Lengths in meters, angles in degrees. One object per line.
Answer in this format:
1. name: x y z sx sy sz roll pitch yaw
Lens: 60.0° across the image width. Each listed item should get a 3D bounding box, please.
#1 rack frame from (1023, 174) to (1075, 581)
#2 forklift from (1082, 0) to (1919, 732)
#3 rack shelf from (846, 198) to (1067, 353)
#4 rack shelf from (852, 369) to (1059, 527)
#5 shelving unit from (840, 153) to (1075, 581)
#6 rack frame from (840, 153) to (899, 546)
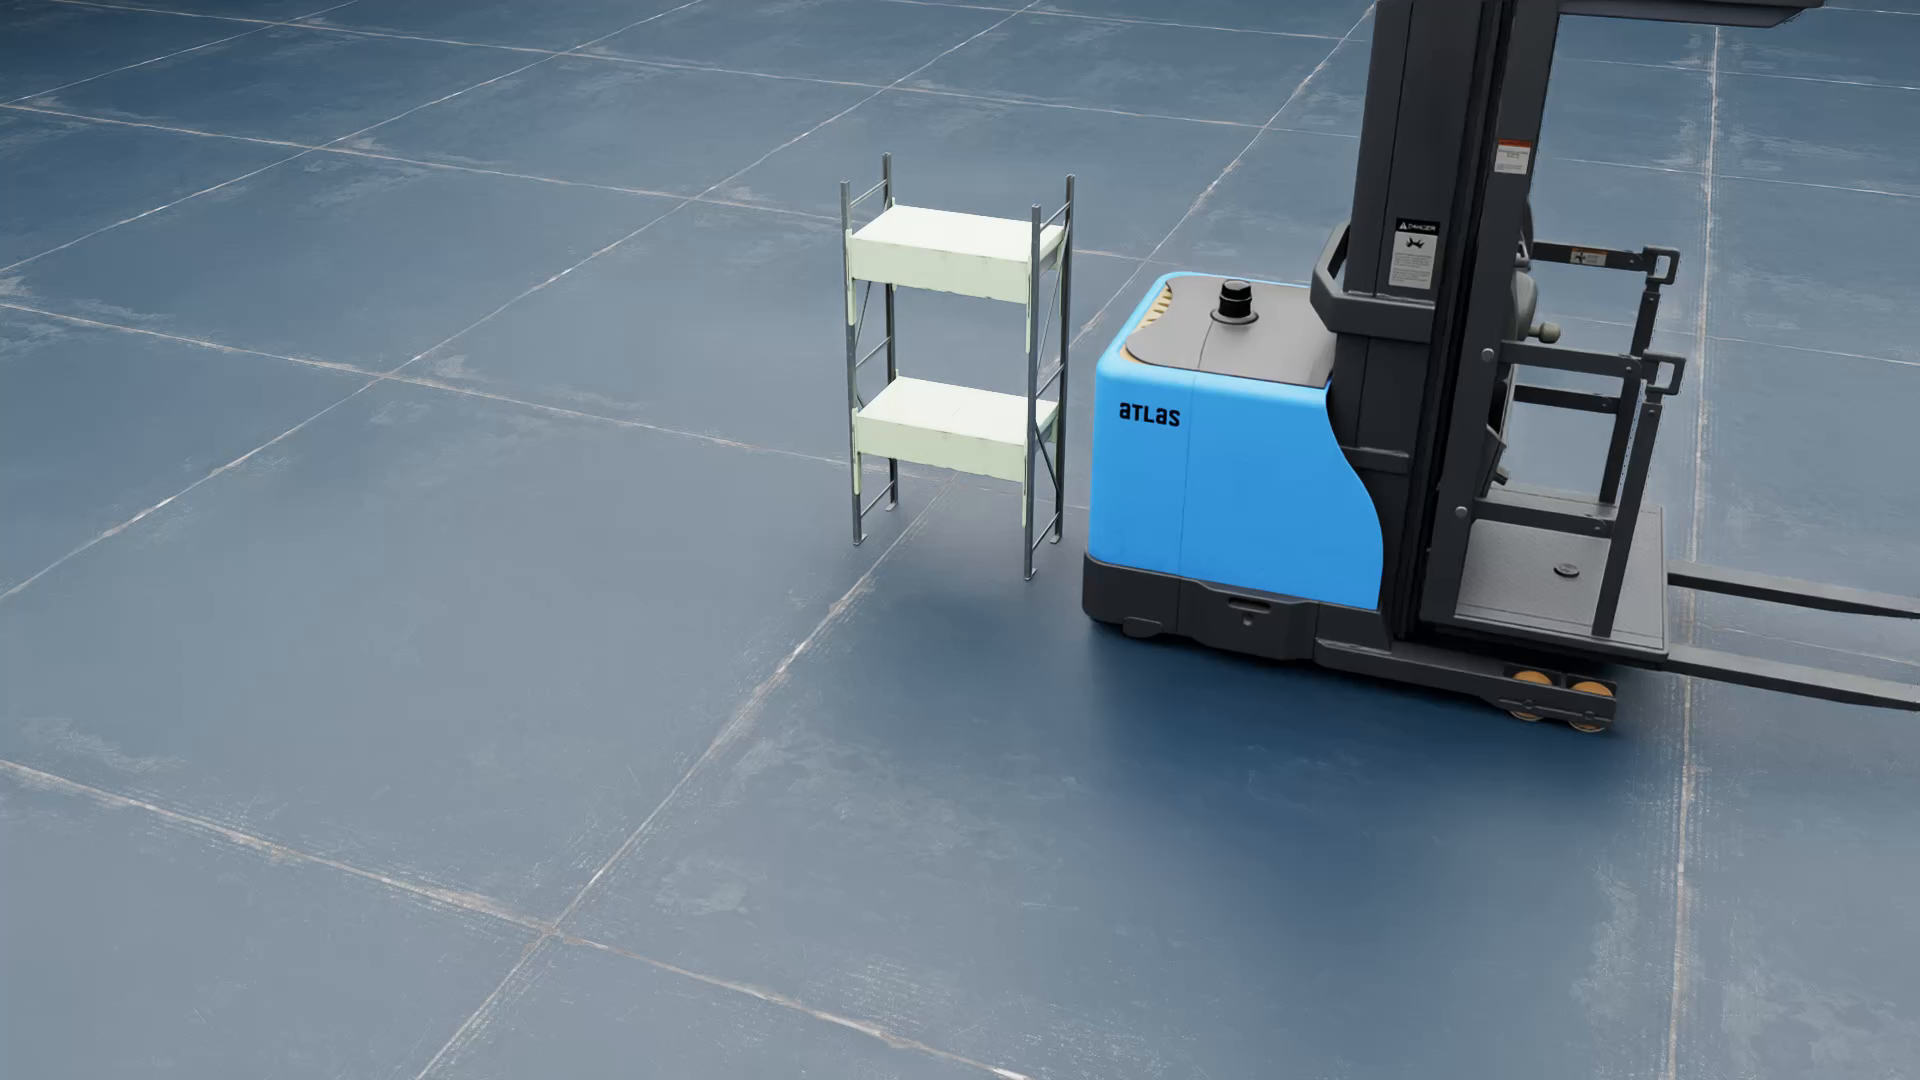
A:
1. rack frame: 0.333 -0.586 6.263 0.023 1.500 0.400 11 31 19
2. forklift: 2.025 -0.924 5.407 3.031 2.935 1.130 10 31 17
3. rack shelf: -0.006 -0.994 6.191 0.720 0.370 0.431 11 31 19
4. rack shelf: -0.006 -0.370 6.544 0.720 0.370 0.431 11 31 19
5. shelving unit: -0.006 -0.654 6.383 0.755 1.500 0.431 11 31 19
6. rack frame: -0.345 -0.722 6.503 0.023 1.500 0.400 11 31 19
